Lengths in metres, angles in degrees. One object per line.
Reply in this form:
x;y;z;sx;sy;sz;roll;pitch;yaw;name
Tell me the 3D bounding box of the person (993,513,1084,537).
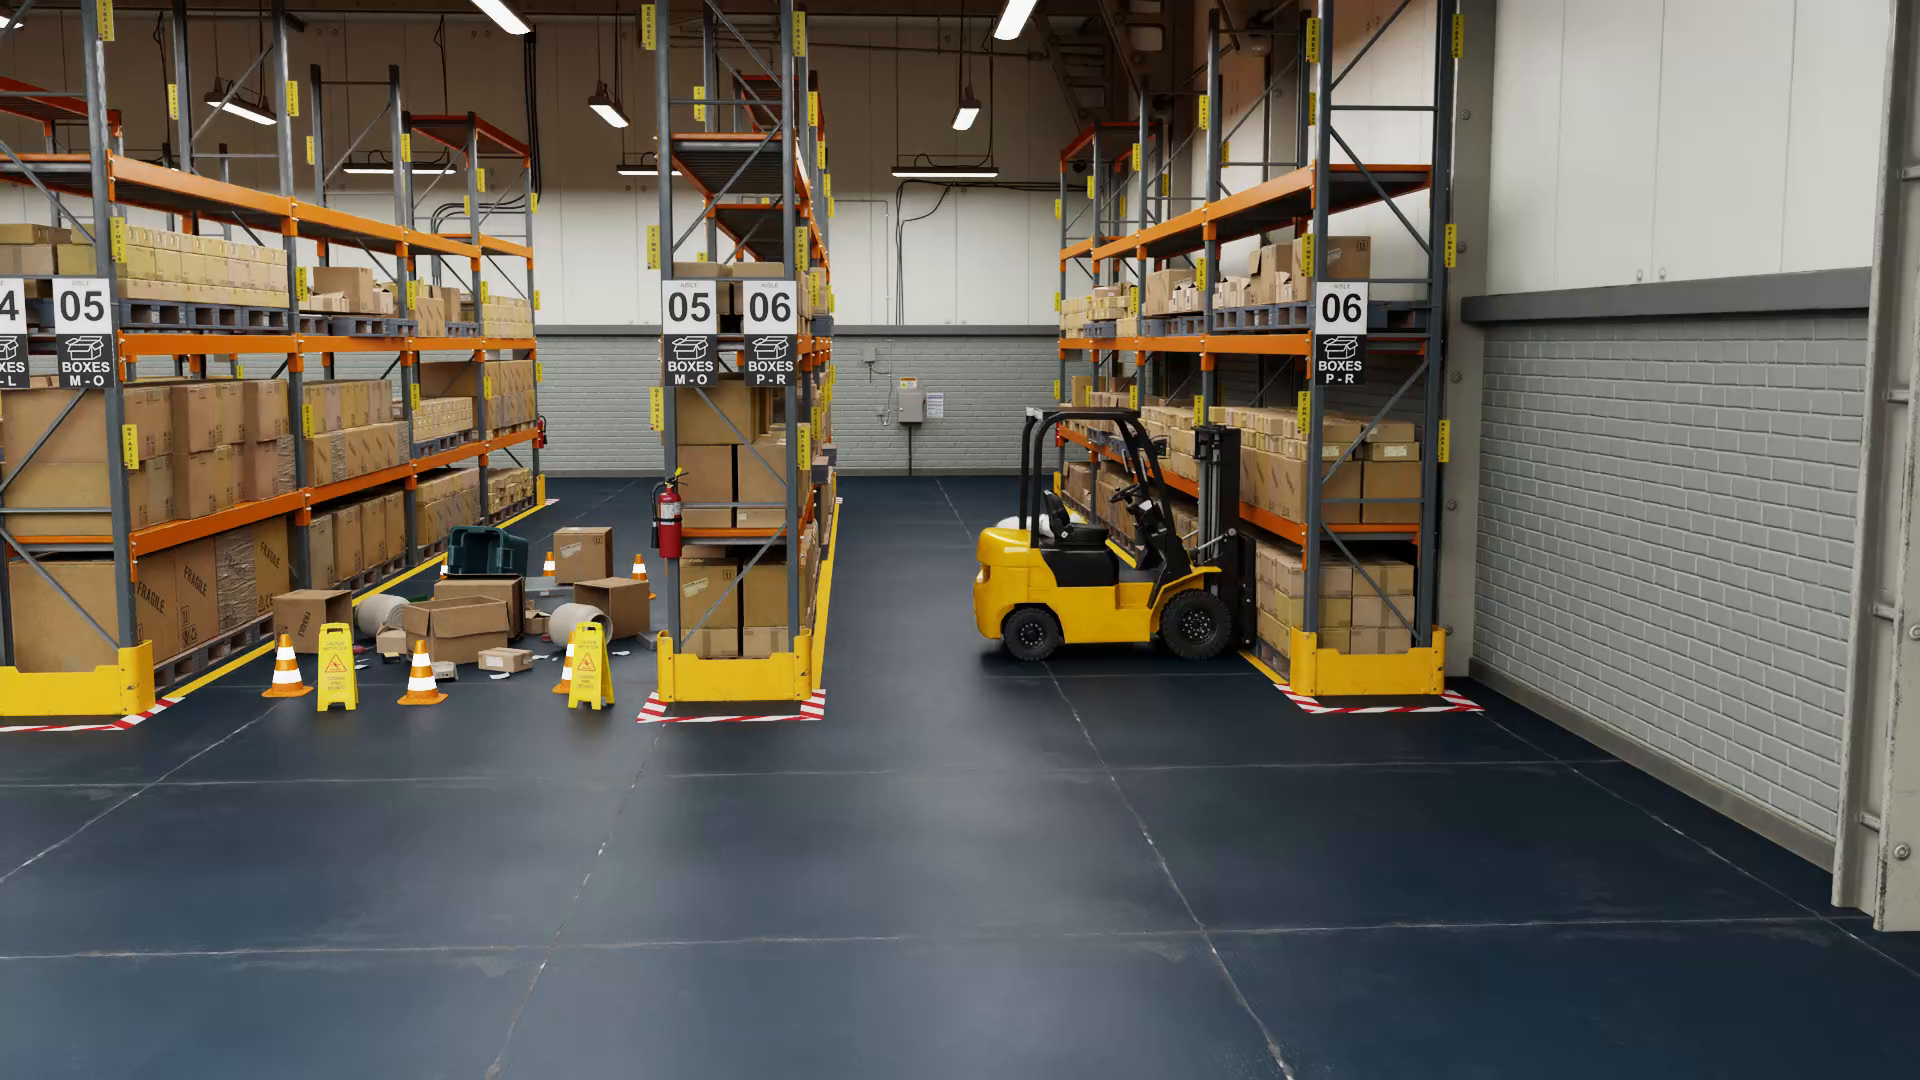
0.781;0.243;16.827;0.958;1.024;0.524;-1;7;-6;person
